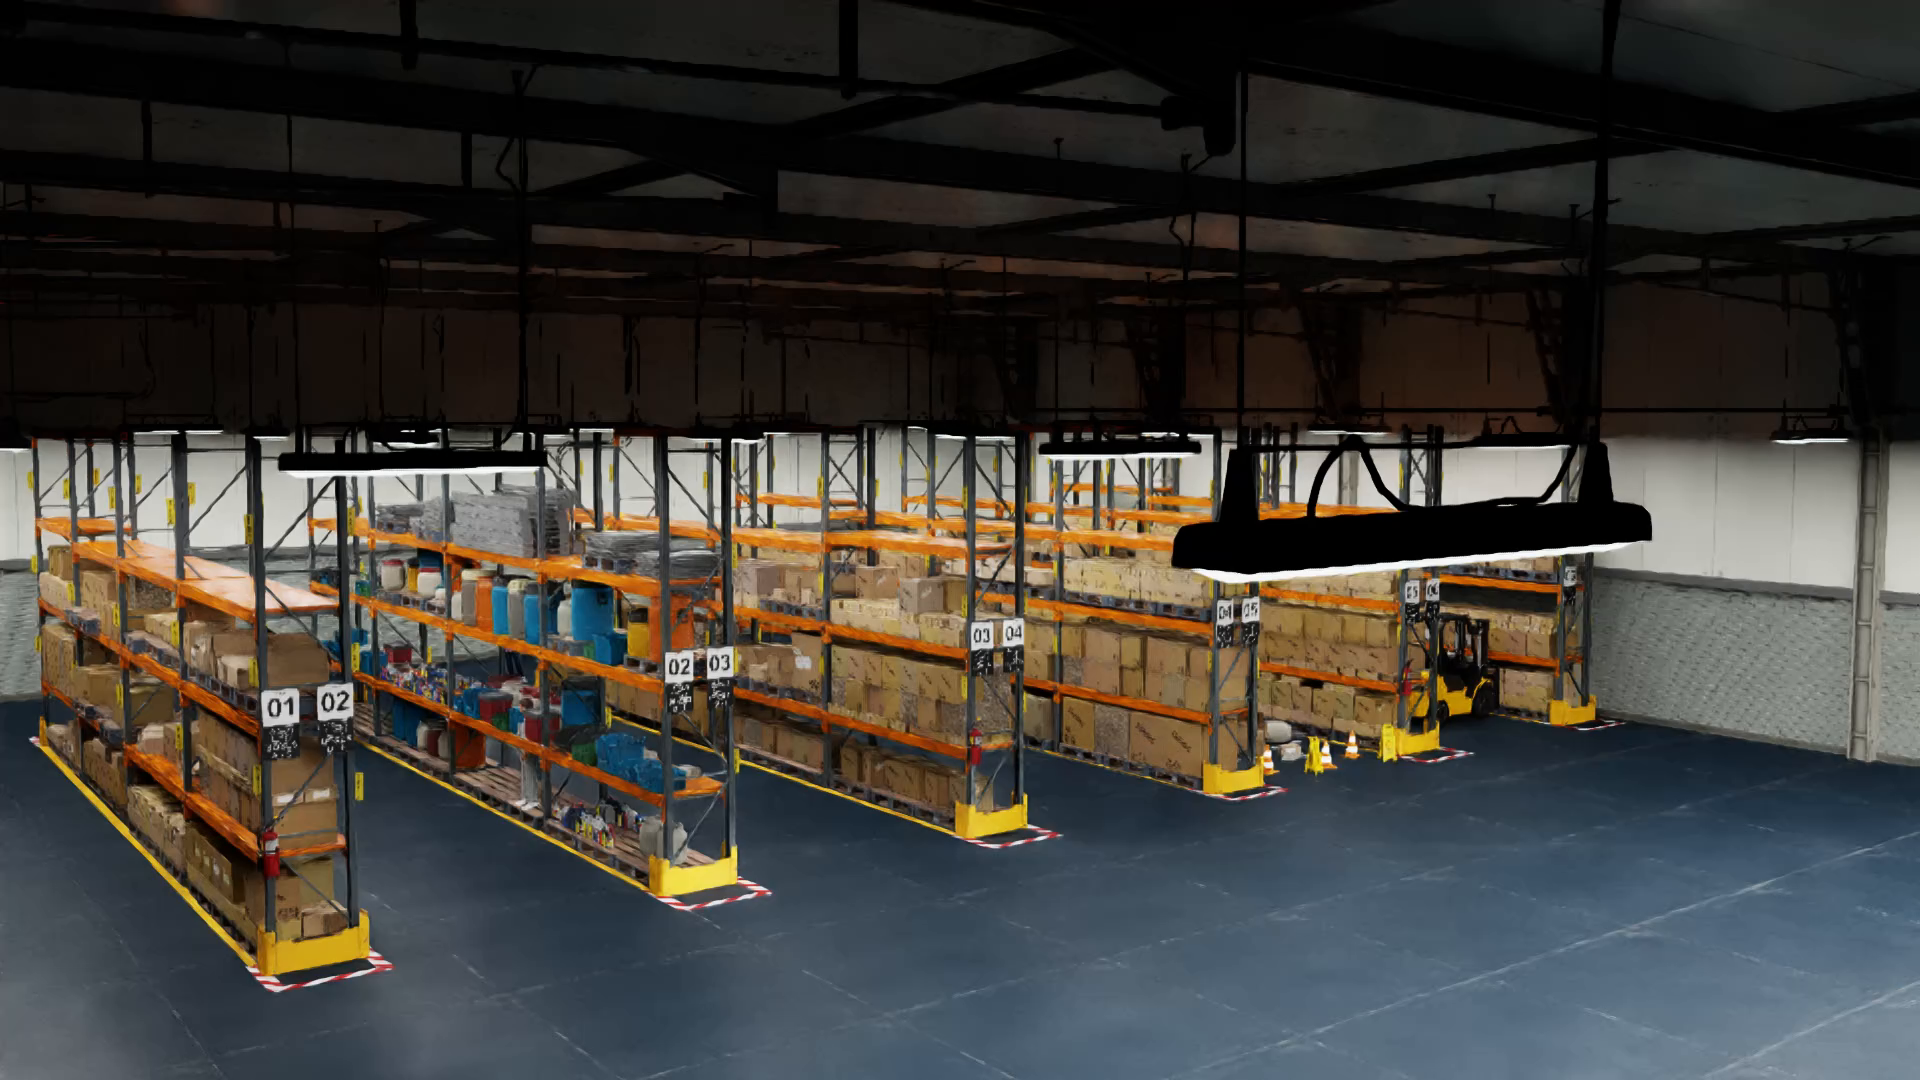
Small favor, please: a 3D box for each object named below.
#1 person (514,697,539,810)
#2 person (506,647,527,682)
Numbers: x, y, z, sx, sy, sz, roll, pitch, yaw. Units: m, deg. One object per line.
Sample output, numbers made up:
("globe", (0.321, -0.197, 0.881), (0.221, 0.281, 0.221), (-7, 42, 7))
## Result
("person", (-6.691, 3.277, 25.647), (0.384, 1.717, 0.486), (-2, 5, -26))
("person", (-10.219, 2.539, 38.094), (0.496, 1.591, 0.482), (1, 5, 9))
